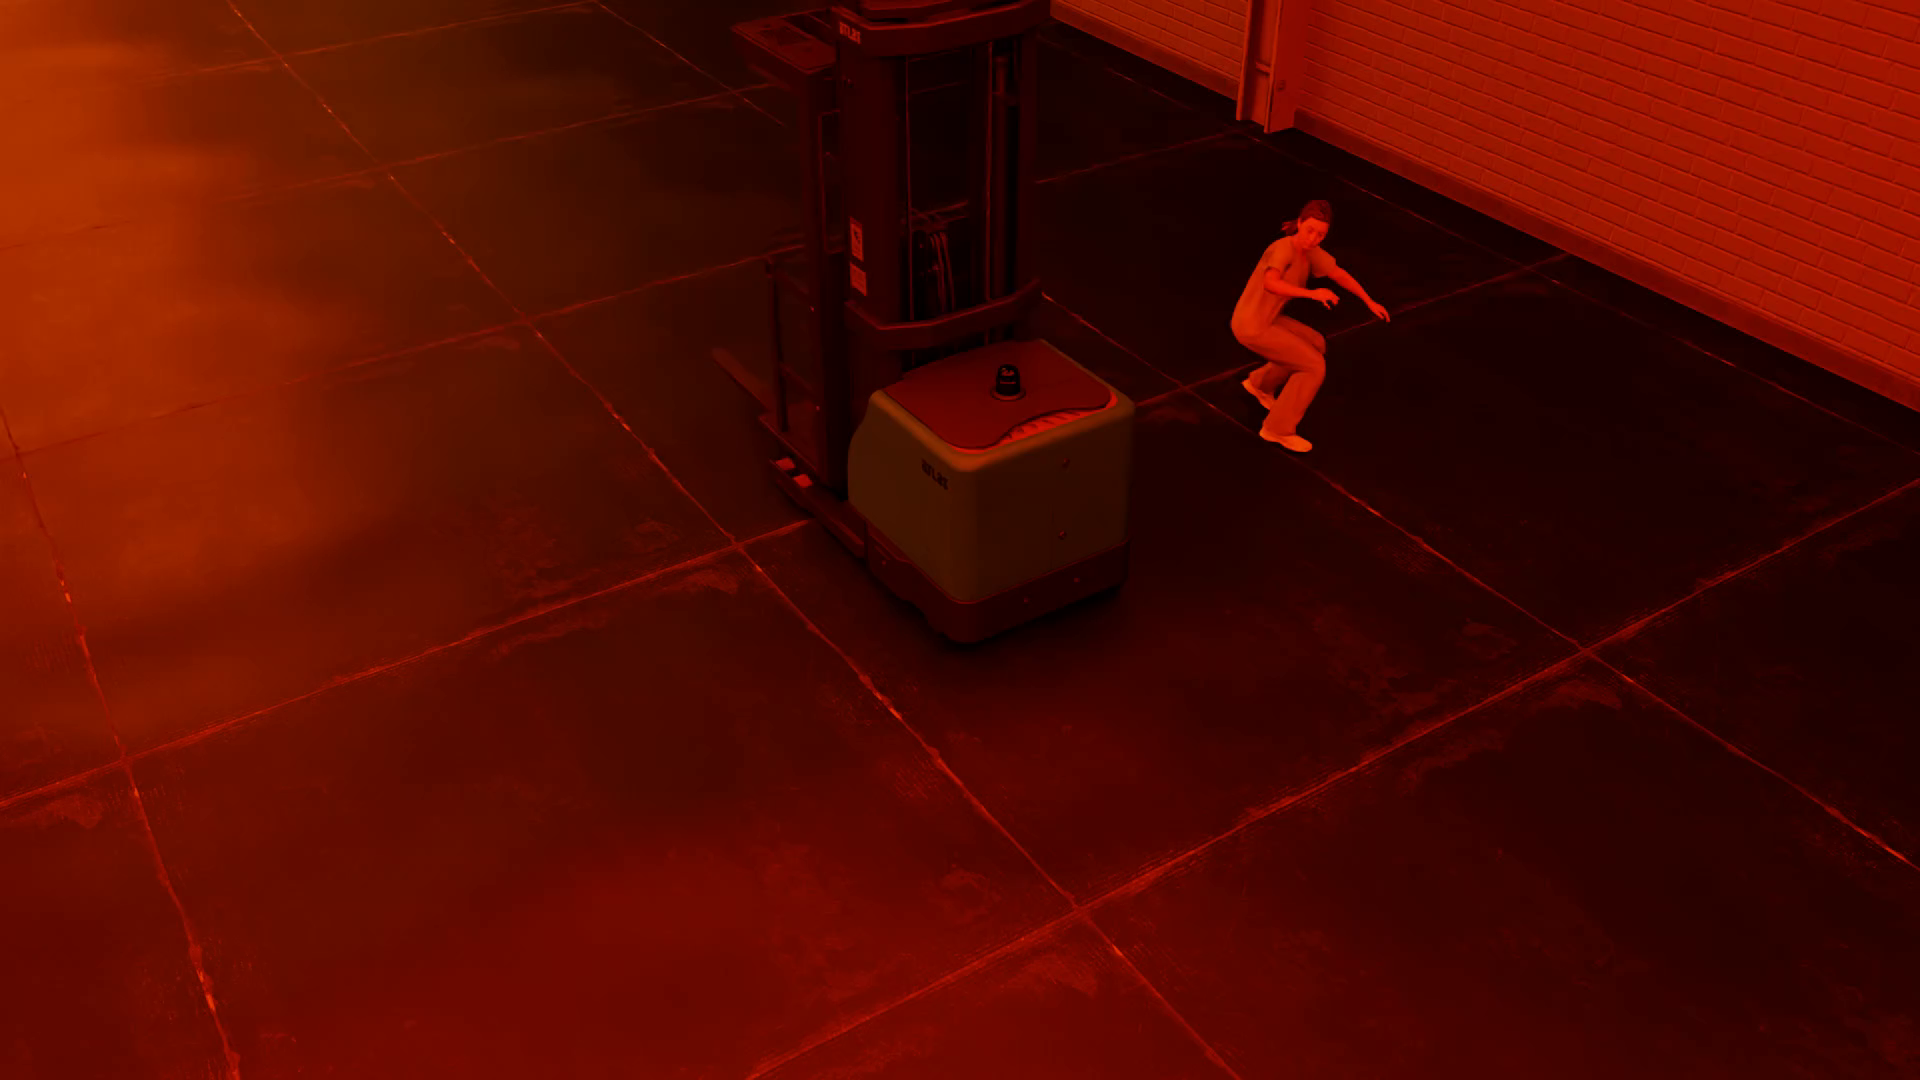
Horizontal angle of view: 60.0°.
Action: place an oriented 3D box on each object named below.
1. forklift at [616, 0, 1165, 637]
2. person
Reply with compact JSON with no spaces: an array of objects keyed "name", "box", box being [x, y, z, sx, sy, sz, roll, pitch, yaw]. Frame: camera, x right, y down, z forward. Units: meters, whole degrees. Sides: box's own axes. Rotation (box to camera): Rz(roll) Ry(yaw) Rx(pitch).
[{"name":"forklift","box":[-0.500,-1.399,8.138,3.031,2.935,1.130,22,41,28]},{"name":"person","box":[2.605,-1.733,9.770,0.472,1.624,0.652,26,43,32]}]
